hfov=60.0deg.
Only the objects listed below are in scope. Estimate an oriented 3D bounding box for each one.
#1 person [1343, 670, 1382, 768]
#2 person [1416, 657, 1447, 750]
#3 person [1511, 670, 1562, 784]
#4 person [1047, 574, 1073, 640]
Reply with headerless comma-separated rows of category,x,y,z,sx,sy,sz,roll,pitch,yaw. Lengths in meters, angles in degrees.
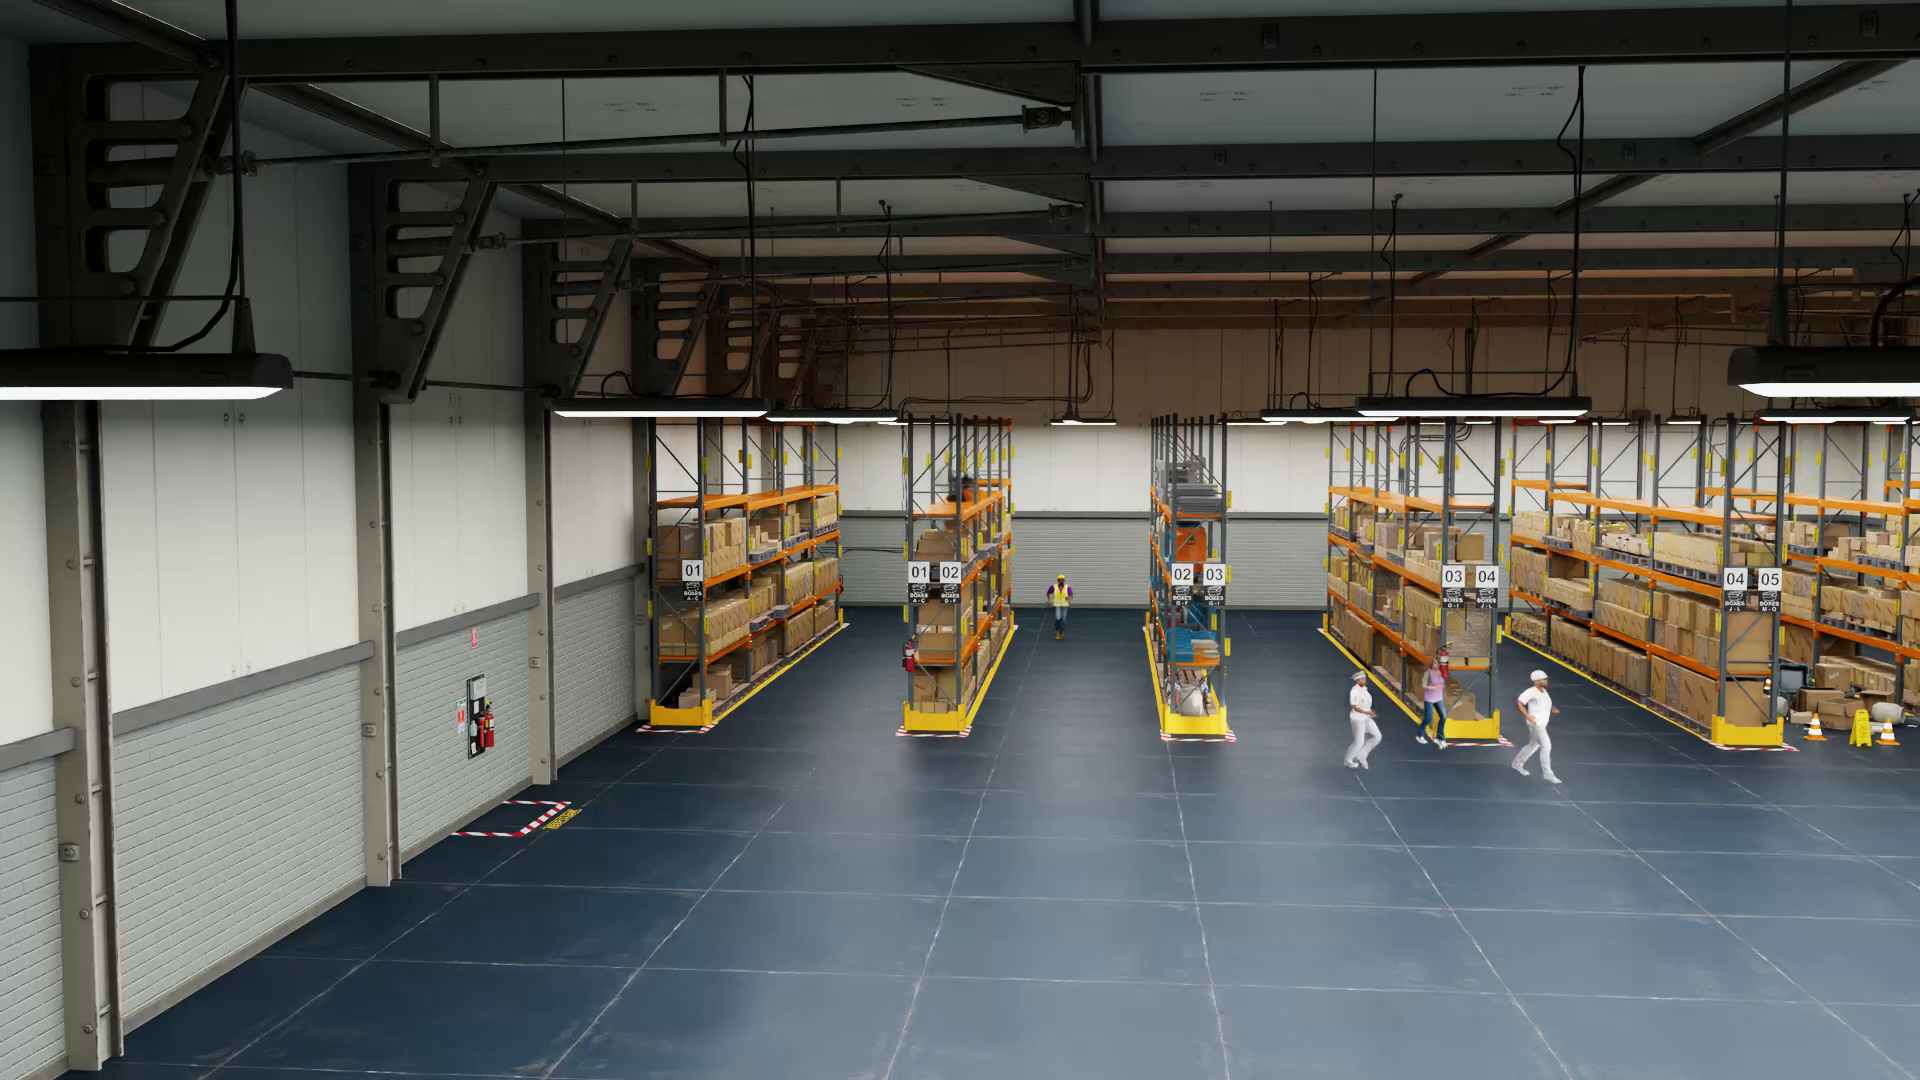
person,6.767,3.010,27.951,0.642,1.673,0.588,3,5,41
person,8.457,2.916,29.800,0.525,1.650,0.630,-2,4,-26
person,9.356,3.002,26.948,0.849,1.792,0.693,3,5,34
person,2.724,1.819,44.975,0.680,1.783,0.718,0,4,-5
